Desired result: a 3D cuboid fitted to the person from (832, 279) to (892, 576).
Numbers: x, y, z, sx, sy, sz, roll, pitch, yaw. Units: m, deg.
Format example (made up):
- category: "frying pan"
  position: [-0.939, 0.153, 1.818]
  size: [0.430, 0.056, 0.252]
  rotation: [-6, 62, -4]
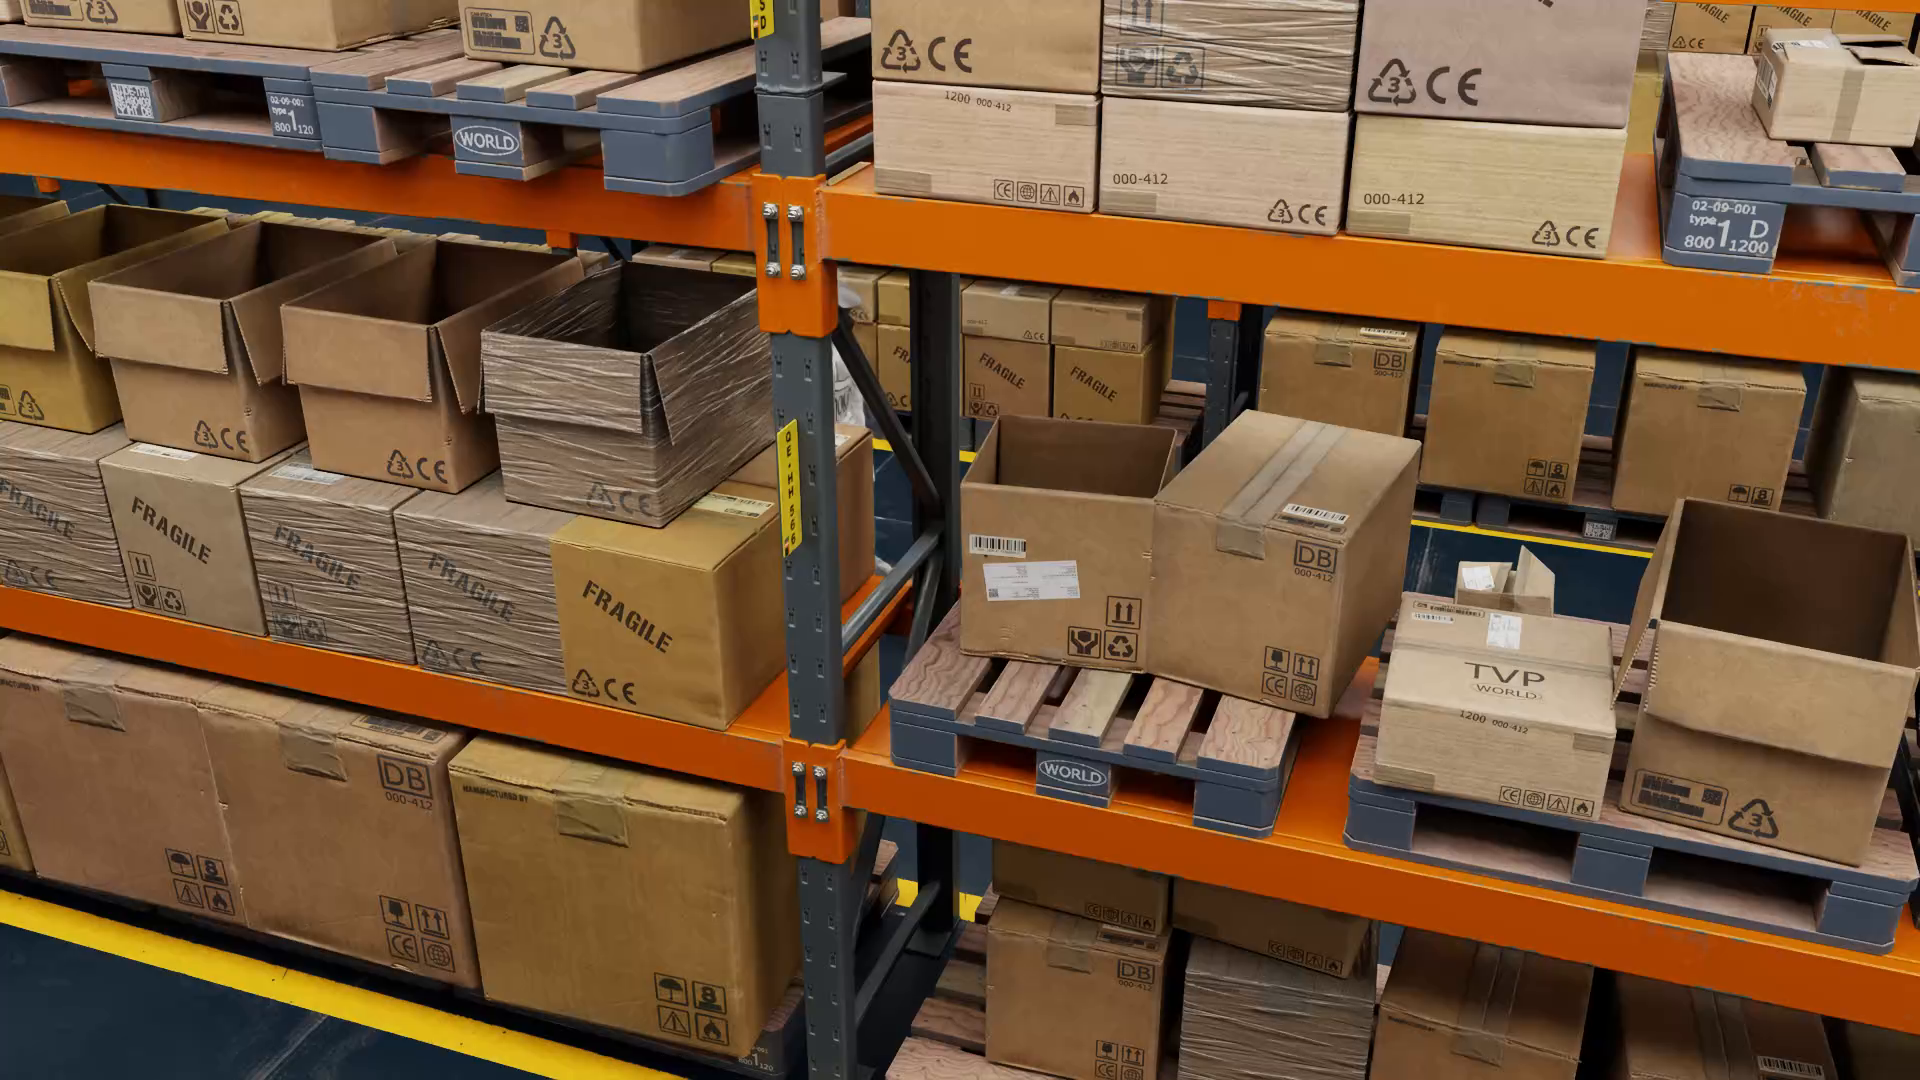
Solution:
- category: "person"
  position: [-0.559, -0.362, 7.306]
  size: [0.883, 1.648, 0.479]
  rotation: [6, 27, 12]
